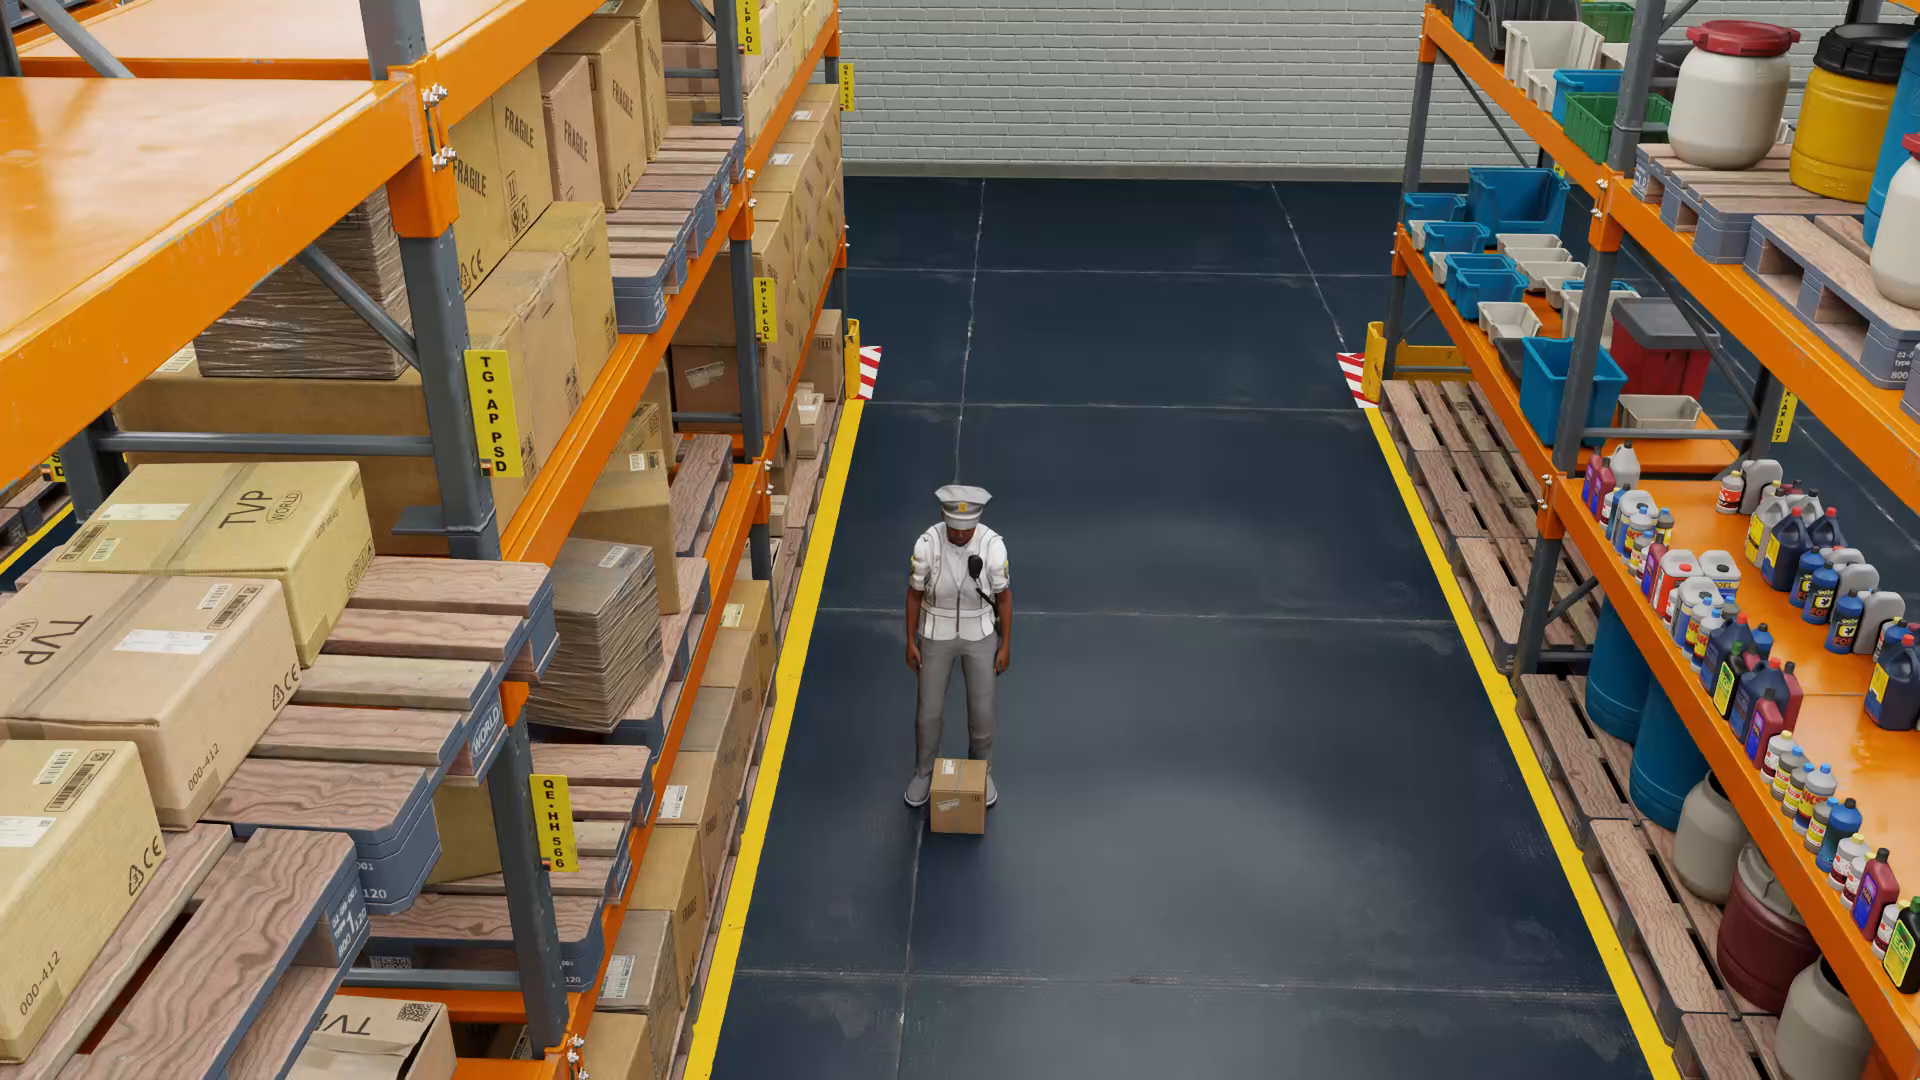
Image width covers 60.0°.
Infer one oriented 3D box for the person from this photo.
[{"bbox_3d":[-0.012,0.478,7.729,0.505,1.659,0.392,1,28,2],"label":"person"}]
